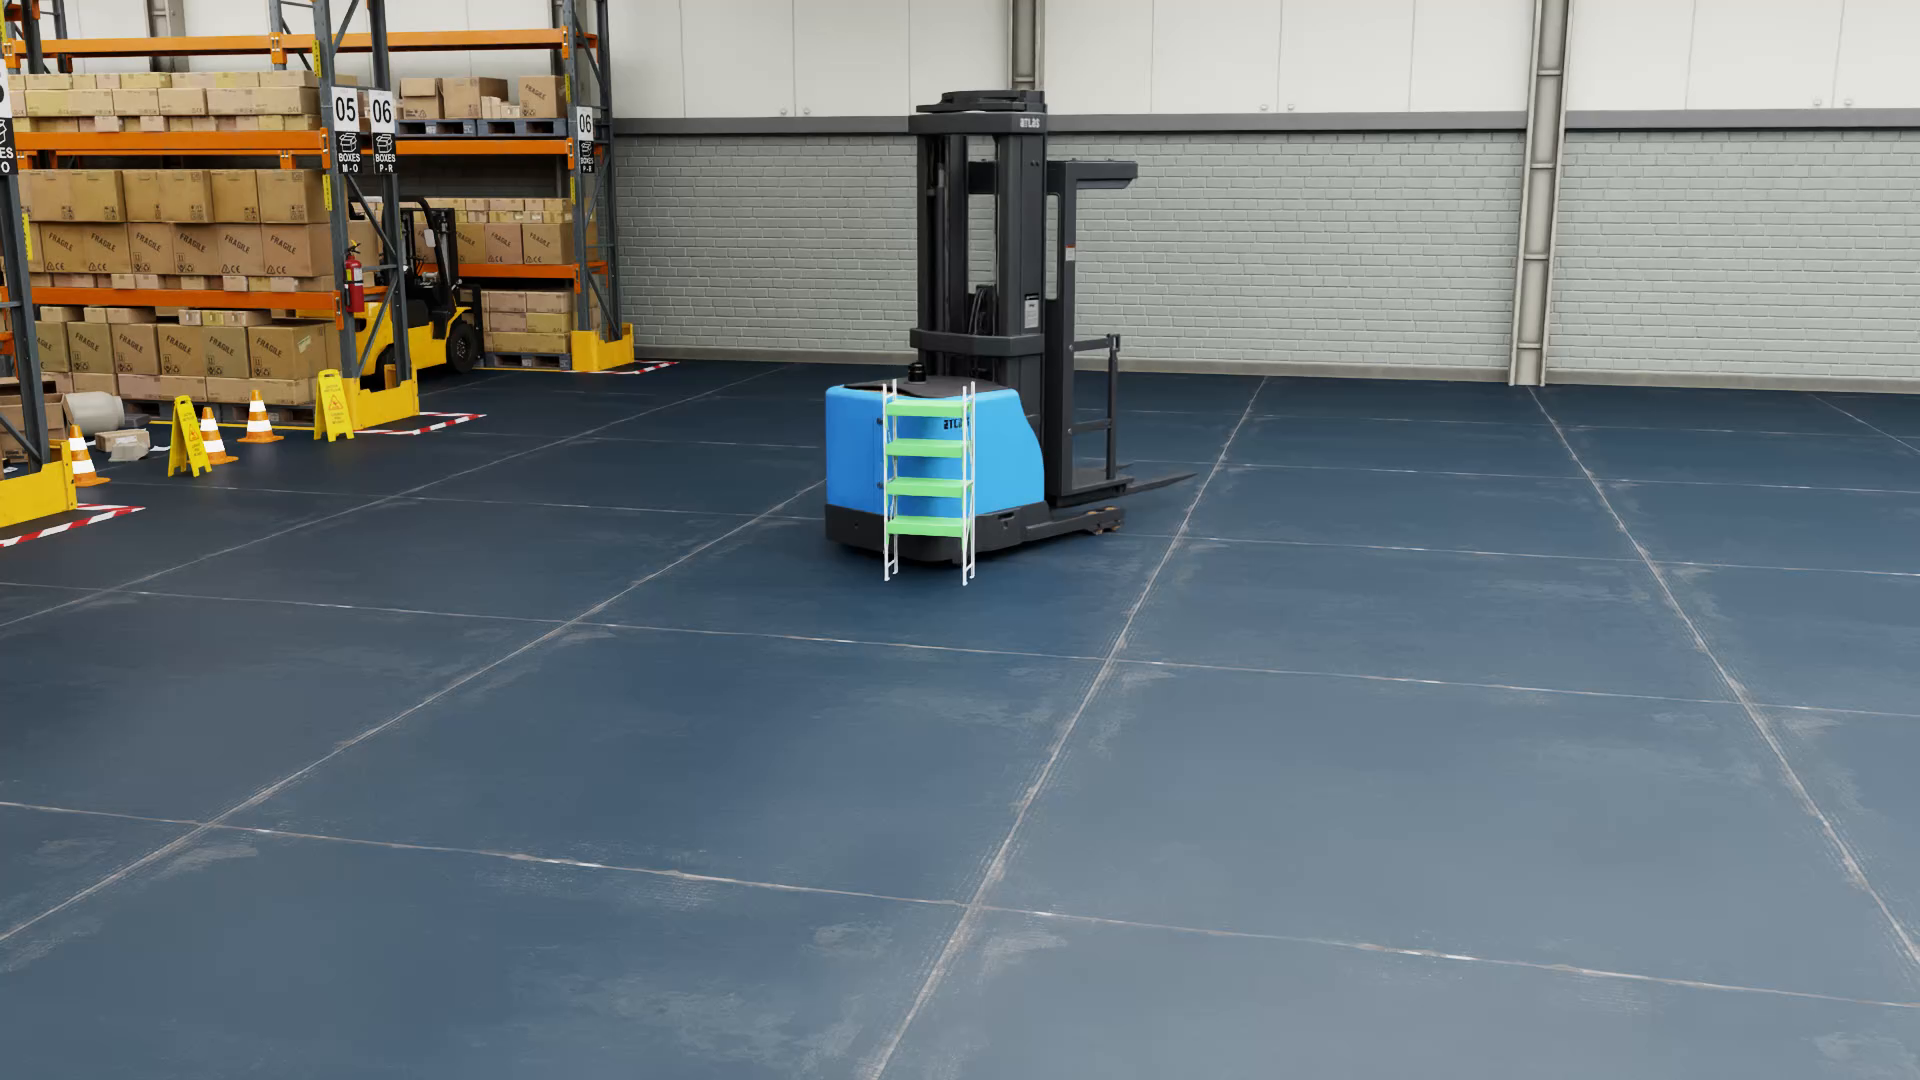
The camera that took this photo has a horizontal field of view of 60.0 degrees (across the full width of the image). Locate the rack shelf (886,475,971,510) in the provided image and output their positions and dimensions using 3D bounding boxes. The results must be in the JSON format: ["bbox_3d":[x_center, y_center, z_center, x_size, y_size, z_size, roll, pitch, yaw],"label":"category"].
[{"bbox_3d":[-0.185,-0.288,10.058,0.480,0.148,0.258,3,13,13],"label":"rack shelf"}]

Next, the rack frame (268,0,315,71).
[{"bbox_3d":[-8.454,-6.822,21.205,0.127,3.000,1.000,3,13,14],"label":"rack frame"}]

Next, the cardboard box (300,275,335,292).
[{"bbox_3d":[-6.170,-2.493,16.125,0.250,0.149,0.380,4,13,15],"label":"cardboard box"}]

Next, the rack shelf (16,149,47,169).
[{"bbox_3d":[-11.581,-4.066,17.370,4.000,0.370,1.077,3,13,14],"label":"rack shelf"}]

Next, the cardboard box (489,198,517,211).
[{"bbox_3d":[-5.700,-4.213,20.882,0.250,0.149,0.380,3,13,14],"label":"cardboard box"}]

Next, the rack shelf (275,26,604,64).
[{"bbox_3d":[-6.512,-6.171,20.858,4.000,0.370,1.077,3,13,14],"label":"rack shelf"}]

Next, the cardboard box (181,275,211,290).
[{"bbox_3d":[-7.429,-2.545,16.358,0.250,0.149,0.380,3,13,13],"label":"cardboard box"}]

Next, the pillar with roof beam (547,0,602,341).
[{"bbox_3d":[-6.062,-5.934,17.206,0.400,9.000,9.100,3,13,14],"label":"pillar with roof beam"}]

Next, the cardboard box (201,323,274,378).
[{"bbox_3d":[-7.104,-1.883,16.444,0.500,0.500,0.500,4,13,16],"label":"cardboard box"}]

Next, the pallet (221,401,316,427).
[{"bbox_3d":[-6.610,-1.333,16.757,1.213,0.211,1.003,3,13,14],"label":"pallet"}]

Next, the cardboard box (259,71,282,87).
[{"bbox_3d":[-6.396,-4.349,15.725,0.250,0.149,0.380,3,13,15],"label":"cardboard box"}]

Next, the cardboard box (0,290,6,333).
[{"bbox_3d":[-7.215,-1.678,11.526,0.550,0.550,0.875,3,13,14],"label":"cardboard box"}]

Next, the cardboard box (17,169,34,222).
[{"bbox_3d":[-9.264,-3.463,16.689,0.500,0.500,0.700,3,13,13],"label":"cardboard box"}]

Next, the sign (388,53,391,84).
[{"bbox_3d":[-5.626,-4.646,16.308,0.005,0.325,0.100,3,13,14],"label":"sign"}]

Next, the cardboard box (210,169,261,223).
[{"bbox_3d":[-6.794,-3.332,16.100,0.500,0.500,0.700,3,13,14],"label":"cardboard box"}]

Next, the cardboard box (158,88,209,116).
[{"bbox_3d":[-7.310,-4.200,15.972,0.500,0.250,0.500,3,13,15],"label":"cardboard box"}]

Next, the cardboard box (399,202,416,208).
[{"bbox_3d":[-6.946,-4.274,21.159,0.250,0.149,0.380,3,13,13],"label":"cardboard box"}]

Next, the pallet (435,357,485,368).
[{"bbox_3d":[-6.503,-2.419,21.647,1.213,0.211,1.003,3,13,14],"label":"pallet"}]

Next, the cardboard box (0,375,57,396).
[{"bbox_3d":[-8.925,-1.288,15.879,0.500,0.500,0.500,-9,15,-35],"label":"cardboard box"}]

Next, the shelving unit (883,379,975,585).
[{"bbox_3d":[-0.185,-0.351,10.044,0.503,1.200,0.258,3,13,13],"label":"shelving unit"}]

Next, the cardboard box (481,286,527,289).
[{"bbox_3d":[-5.960,-3.154,21.595,0.500,0.250,0.500,3,13,13],"label":"cardboard box"}]

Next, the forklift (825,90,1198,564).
[{"bbox_3d":[0.500,-1.532,11.370,1.130,2.935,3.031,12,17,43],"label":"forklift"}]

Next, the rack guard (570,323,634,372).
[{"bbox_3d":[-4.547,-2.464,21.184,0.348,0.500,1.175,3,13,14],"label":"rack guard"}]

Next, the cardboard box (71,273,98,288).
[{"bbox_3d":[-8.656,-2.613,16.664,0.250,0.149,0.380,3,13,15],"label":"cardboard box"}]

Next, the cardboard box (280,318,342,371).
[{"bbox_3d":[-6.496,-1.971,16.840,0.500,0.500,0.500,3,13,12],"label":"cardboard box"}]

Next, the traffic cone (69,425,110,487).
[{"bbox_3d":[-7.019,-0.683,13.243,0.334,0.463,0.336,3,13,14],"label":"traffic cone"}]

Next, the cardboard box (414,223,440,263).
[{"bbox_3d":[-6.601,-3.784,21.131,0.500,0.500,0.500,3,13,14],"label":"cardboard box"}]

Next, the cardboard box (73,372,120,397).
[{"bbox_3d":[-8.610,-1.599,16.893,0.500,0.250,0.500,4,13,17],"label":"cardboard box"}]

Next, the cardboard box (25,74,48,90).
[{"bbox_3d":[-8.898,-4.472,16.278,0.250,0.149,0.380,3,13,12],"label":"cardboard box"}]

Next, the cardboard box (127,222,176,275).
[{"bbox_3d":[-7.806,-2.889,16.414,0.500,0.500,0.500,3,13,14],"label":"cardboard box"}]

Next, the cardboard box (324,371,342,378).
[{"bbox_3d":[-6.473,-1.604,16.916,0.500,0.250,0.500,3,13,13],"label":"cardboard box"}]

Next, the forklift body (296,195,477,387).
[{"bbox_3d":[-6.848,-2.986,19.725,1.214,2.155,2.313,3,13,14],"label":"forklift body"}]

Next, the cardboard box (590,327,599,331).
[{"bbox_3d":[-5.000,-2.615,21.471,0.500,0.250,0.500,3,13,14],"label":"cardboard box"}]

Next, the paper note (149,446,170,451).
[{"bbox_3d":[-7.150,-0.822,14.869,0.142,0.019,0.148,-1,13,-6],"label":"paper note"}]

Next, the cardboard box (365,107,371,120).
[{"bbox_3d":[-7.345,-5.361,20.928,0.250,0.149,0.380,3,13,15],"label":"cardboard box"}]

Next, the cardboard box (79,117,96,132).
[{"bbox_3d":[-8.397,-4.070,16.309,0.250,0.149,0.380,3,13,12],"label":"cardboard box"}]

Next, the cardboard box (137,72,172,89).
[{"bbox_3d":[-7.652,-4.400,15.955,0.250,0.149,0.380,3,13,15],"label":"cardboard box"}]

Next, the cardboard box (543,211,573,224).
[{"bbox_3d":[-4.974,-4.010,20.653,0.250,0.149,0.380,3,13,14],"label":"cardboard box"}]

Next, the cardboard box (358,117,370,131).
[{"bbox_3d":[-6.000,-4.069,16.301,0.250,0.149,0.380,3,13,14],"label":"cardboard box"}]

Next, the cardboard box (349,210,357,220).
[{"bbox_3d":[-7.696,-4.166,21.356,0.250,0.149,0.380,3,13,13],"label":"cardboard box"}]

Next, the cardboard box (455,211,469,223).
[{"bbox_3d":[-6.225,-4.071,20.930,0.250,0.149,0.380,3,13,14],"label":"cardboard box"}]

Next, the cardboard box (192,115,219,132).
[{"bbox_3d":[-7.152,-4.000,15.991,0.250,0.149,0.380,3,13,13],"label":"cardboard box"}]

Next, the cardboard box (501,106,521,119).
[{"bbox_3d":[-5.447,-5.260,20.471,0.250,0.149,0.380,3,13,12],"label":"cardboard box"}]

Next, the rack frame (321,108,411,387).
[{"bbox_3d":[-5.756,-2.641,16.213,0.127,3.000,1.000,3,13,14],"label":"rack frame"}]

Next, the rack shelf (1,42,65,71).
[{"bbox_3d":[-14.279,-6.587,22.729,4.000,0.370,1.077,3,13,14],"label":"rack shelf"}]

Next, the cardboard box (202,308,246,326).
[{"bbox_3d":[-7.212,-2.192,16.338,0.250,0.149,0.380,3,13,14],"label":"cardboard box"}]
